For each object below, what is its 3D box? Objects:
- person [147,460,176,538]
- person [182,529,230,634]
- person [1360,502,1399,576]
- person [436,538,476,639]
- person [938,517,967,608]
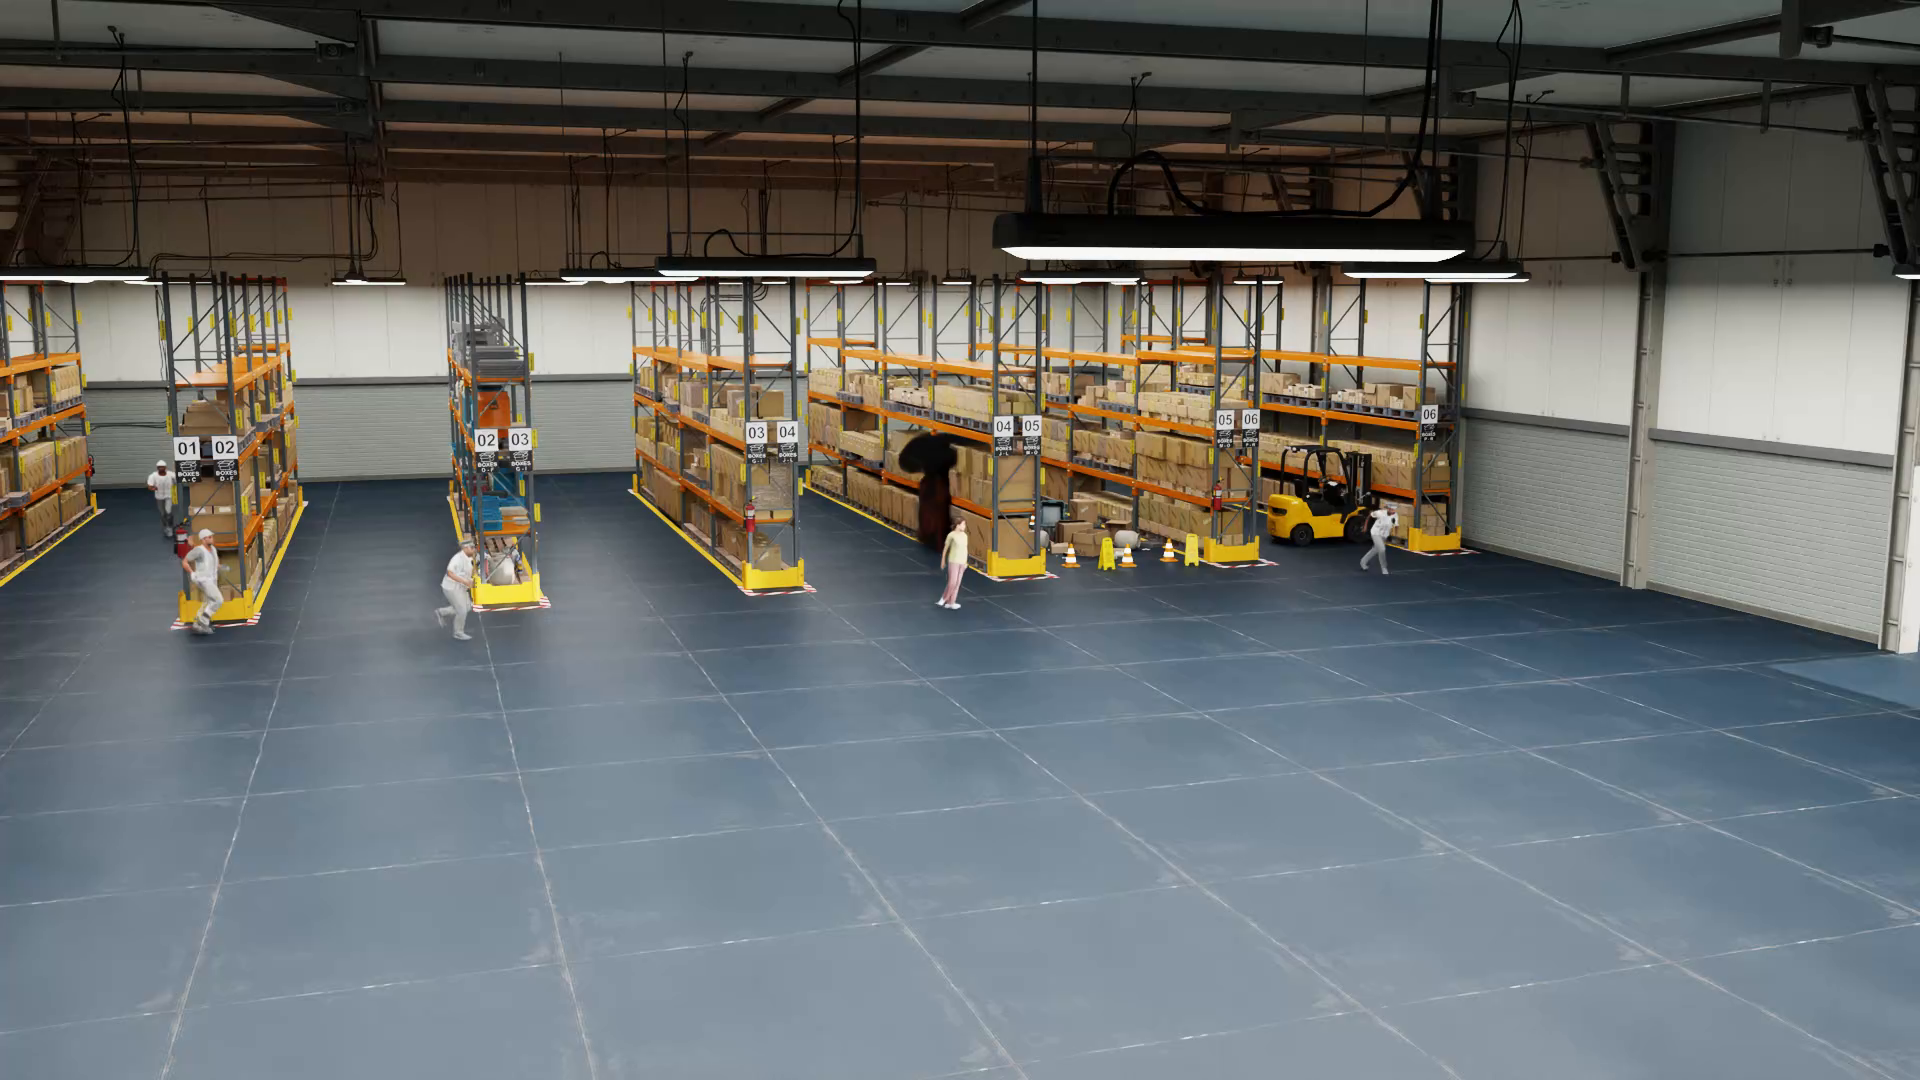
[{"bbox_3d":[-18.444,-0.950,38.551,0.653,1.811,0.833,-2,9,-15],"label":"person"},{"bbox_3d":[-12.489,0.688,27.629,0.677,1.750,0.647,1,9,7],"label":"person"},{"bbox_3d":[8.464,-0.071,33.534,0.593,1.478,1.051,-3,9,-19],"label":"person"},{"bbox_3d":[-8.296,0.806,27.309,0.783,1.706,0.653,2,9,15],"label":"person"},{"bbox_3d":[-0.115,0.410,29.820,0.578,1.654,0.432,-7,11,-38],"label":"person"}]
